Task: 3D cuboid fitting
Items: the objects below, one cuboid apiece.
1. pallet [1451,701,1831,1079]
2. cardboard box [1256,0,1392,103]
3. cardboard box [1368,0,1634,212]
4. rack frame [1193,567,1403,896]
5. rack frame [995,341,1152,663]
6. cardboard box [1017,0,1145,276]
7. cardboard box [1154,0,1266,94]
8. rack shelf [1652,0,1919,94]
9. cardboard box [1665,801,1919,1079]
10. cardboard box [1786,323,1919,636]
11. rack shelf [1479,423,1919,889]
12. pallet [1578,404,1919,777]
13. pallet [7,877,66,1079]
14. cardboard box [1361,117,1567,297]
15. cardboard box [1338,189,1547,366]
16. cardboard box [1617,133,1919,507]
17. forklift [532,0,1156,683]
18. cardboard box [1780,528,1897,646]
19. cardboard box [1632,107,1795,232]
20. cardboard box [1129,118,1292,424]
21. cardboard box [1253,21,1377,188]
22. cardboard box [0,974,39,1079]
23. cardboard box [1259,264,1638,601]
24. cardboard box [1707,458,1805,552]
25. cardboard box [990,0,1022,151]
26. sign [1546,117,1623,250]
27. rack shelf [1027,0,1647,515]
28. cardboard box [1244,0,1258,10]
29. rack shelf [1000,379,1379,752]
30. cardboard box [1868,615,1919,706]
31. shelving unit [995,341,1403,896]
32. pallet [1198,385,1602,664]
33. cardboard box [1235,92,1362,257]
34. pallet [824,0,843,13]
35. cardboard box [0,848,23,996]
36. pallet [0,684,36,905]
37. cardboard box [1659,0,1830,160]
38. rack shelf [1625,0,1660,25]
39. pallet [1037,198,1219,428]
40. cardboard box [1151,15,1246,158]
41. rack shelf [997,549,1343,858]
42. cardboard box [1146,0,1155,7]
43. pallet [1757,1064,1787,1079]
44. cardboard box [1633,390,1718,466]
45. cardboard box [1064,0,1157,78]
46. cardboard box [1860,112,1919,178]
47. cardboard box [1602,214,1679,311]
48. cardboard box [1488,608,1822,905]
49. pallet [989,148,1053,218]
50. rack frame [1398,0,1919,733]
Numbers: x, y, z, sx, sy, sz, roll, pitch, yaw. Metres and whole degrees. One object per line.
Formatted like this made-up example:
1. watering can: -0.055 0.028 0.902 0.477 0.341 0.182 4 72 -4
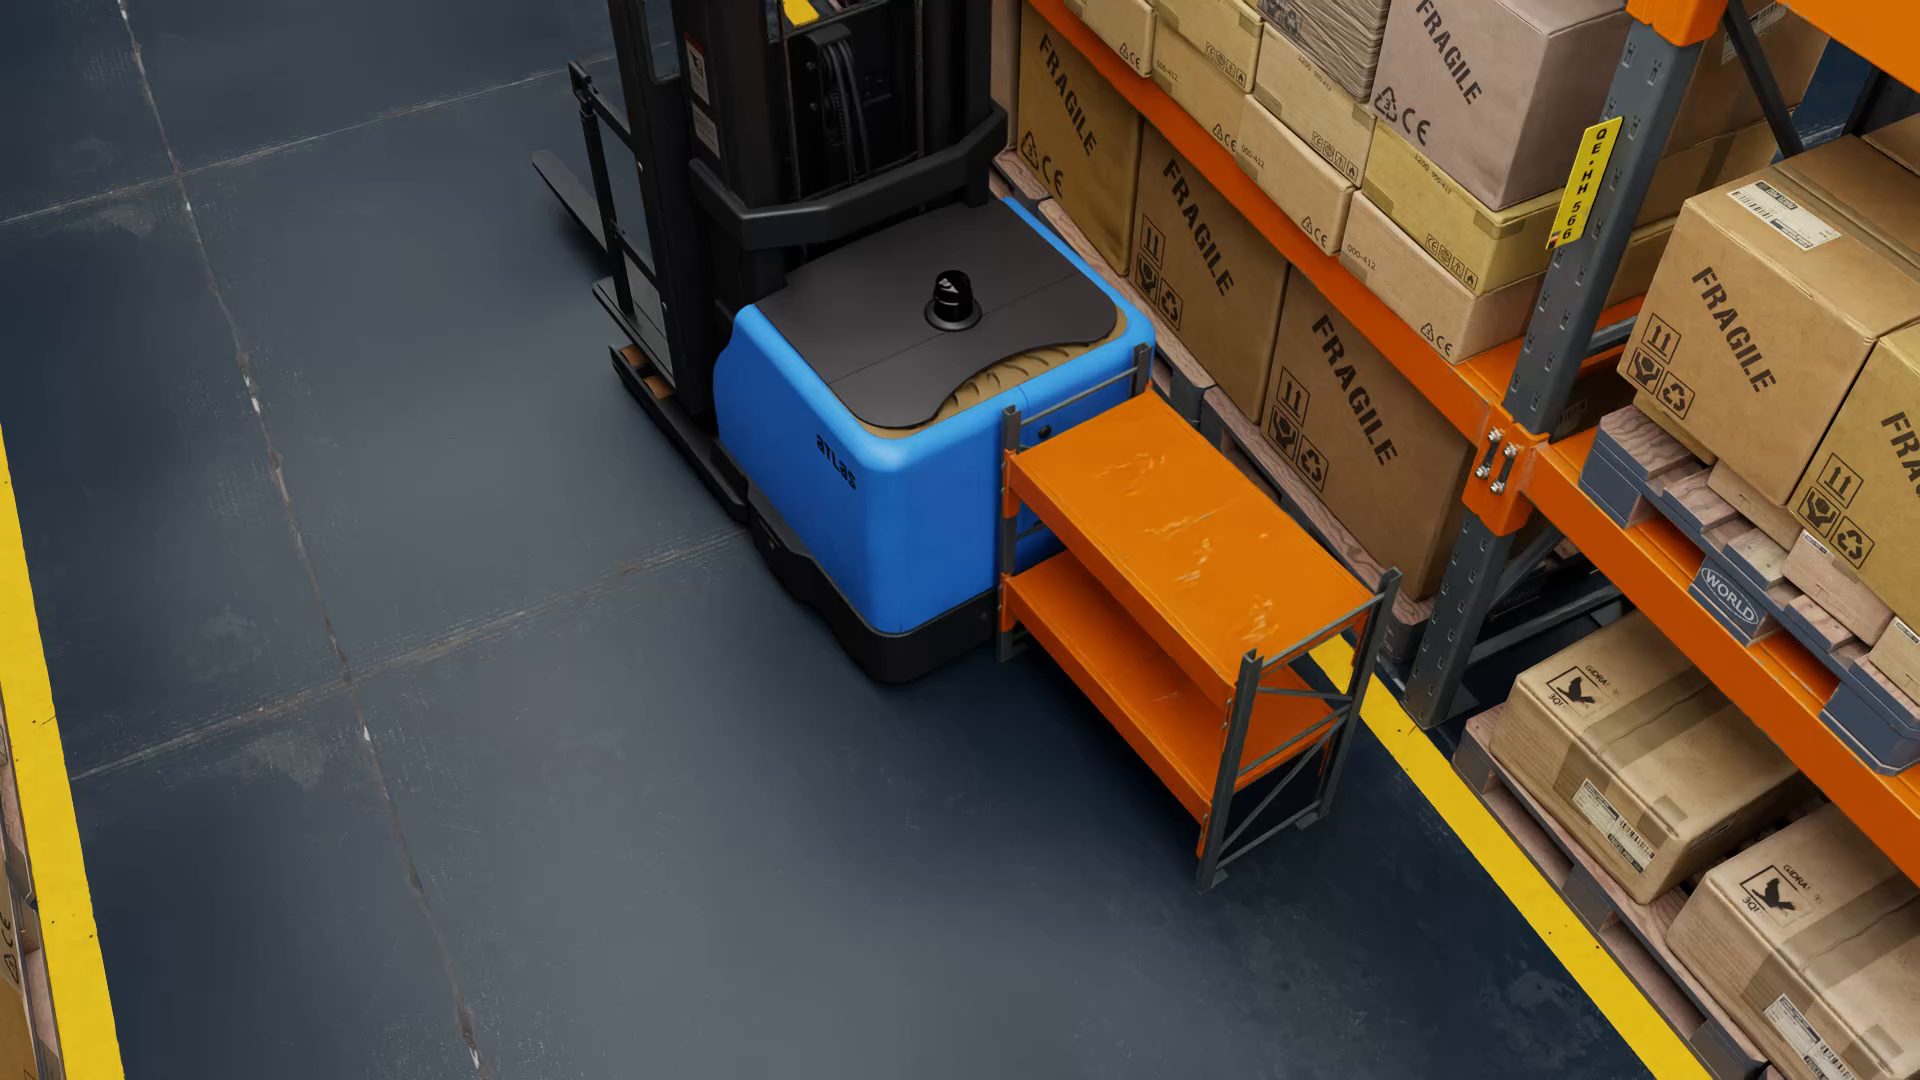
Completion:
1. pallet: 2.225 0.846 4.870 1.003 0.211 1.213 -21 52 -18
2. cardboard box: 1.157 -1.554 4.386 0.500 0.500 0.500 -20 52 -17
3. cardboard box: 1.399 -1.214 4.088 0.500 0.500 0.500 -22 53 -18
4. rack frame: 0.898 0.551 4.520 0.500 1.125 0.032 -27 54 -22
5. rack frame: 0.331 -0.084 5.076 0.500 1.125 0.032 -27 54 -22
6. cardboard box: 0.813 -1.722 6.396 0.875 0.875 0.875 -20 52 -16
7. cardboard box: 0.931 -1.625 4.946 0.500 0.250 0.500 -22 53 -18
8. rack shelf: 2.784 -0.008 2.249 1.077 0.370 4.000 -21 52 -18
9. cardboard box: 2.463 1.004 4.346 0.950 0.372 0.625 -22 52 -18
10. cardboard box: 2.113 -0.137 3.334 0.500 0.500 0.500 -19 51 -16
11. rack shelf: 2.784 0.980 3.378 1.077 0.370 4.000 -21 52 -18
12. pallet: 2.289 -0.092 3.965 1.213 0.211 1.003 -21 52 -18
13. pallet: -2.843 1.572 4.235 1.003 0.211 1.213 -21 52 -18
14. cardboard box: 1.421 -0.947 4.353 0.500 0.250 0.500 -21 52 -18
15. cardboard box: 1.406 -0.795 4.552 0.500 0.250 0.500 -23 53 -19
16. cardboard box: 1.869 -0.484 3.637 0.500 0.500 0.500 -23 53 -19
17. forklift: -0.642 -1.599 5.201 1.130 2.935 3.031 -27 54 -22
18. cardboard box: 2.036 0.030 3.619 0.380 0.149 0.250 -24 53 -20
19. cardboard box: 1.856 -1.135 4.517 0.500 0.250 0.500 -22 52 -18
20. cardboard box: 1.222 -1.124 5.873 0.875 0.875 0.875 -21 52 -17
21. cardboard box: 1.183 -1.289 4.652 0.500 0.250 0.500 -22 53 -18
22. cardboard box: -2.583 1.300 4.001 0.500 0.500 0.500 -23 53 -19
23. cardboard box: 1.626 -0.525 5.349 0.875 0.875 0.875 -22 52 -18
24. cardboard box: 1.951 -0.169 3.793 0.380 0.149 0.250 -24 53 -20
25. cardboard box: 0.393 -2.324 6.922 0.875 0.875 0.875 -20 52 -16
26. sign: 1.377 -0.783 3.673 0.100 0.325 0.005 -21 52 -18
27. rack shelf: 0.953 -1.697 5.720 1.077 0.370 4.000 -21 52 -18
28. cardboard box: 0.936 -1.889 4.679 0.500 0.500 0.500 -21 52 -17
29. rack shelf: 0.615 0.041 4.578 0.538 0.278 1.000 -27 54 -22
30. cardboard box: 2.143 0.221 3.451 0.380 0.149 0.250 -21 52 -17
31. shelving unit: 0.615 0.234 4.798 0.538 1.125 1.048 -27 54 -22
32. pallet: 1.575 -0.231 5.812 1.003 0.211 1.213 -21 52 -18
33. cardboard box: 1.159 -1.132 4.847 0.500 0.250 0.500 -20 52 -17
34. pallet: -0.240 -2.891 8.138 1.003 0.211 1.213 -21 52 -18
35. cardboard box: -2.817 0.965 4.295 0.500 0.500 0.500 -21 52 -17
36. pallet: -3.397 0.756 4.948 1.003 0.211 1.213 -21 52 -18
37. cardboard box: 1.860 -1.372 4.227 0.500 0.500 0.500 -23 53 -19
38. rack shelf: 0.953 -2.685 4.591 1.077 0.370 4.000 -21 52 -18
39. pallet: 1.021 -1.047 6.525 1.003 0.211 1.213 -21 52 -18
40. cardboard box: 0.942 -1.474 5.146 0.500 0.250 0.500 -22 52 -18
41. rack shelf: 0.615 0.395 4.982 0.538 0.278 1.000 -27 54 -22
42. cardboard box: 0.693 -1.972 5.250 0.500 0.250 0.500 -23 53 -19
43. pallet: 2.779 1.661 4.157 1.003 0.211 1.213 -21 52 -18
44. cardboard box: 1.852 -0.370 3.968 0.380 0.149 0.250 -24 53 -20
45. cardboard box: 0.684 -1.806 5.436 0.500 0.250 0.500 -22 52 -18
46. cardboard box: 2.324 -0.656 3.788 0.500 0.500 0.500 -23 53 -19
47. cardboard box: 1.868 -0.960 4.697 0.500 0.250 0.500 -22 52 -18
48. cardboard box: 2.118 0.513 4.775 0.950 0.372 0.625 -24 53 -20
49. pallet: 0.458 -1.864 7.240 1.003 0.211 1.213 -21 52 -18
50. rack frame: 1.869 -0.596 4.278 1.000 3.000 0.127 -21 52 -18
